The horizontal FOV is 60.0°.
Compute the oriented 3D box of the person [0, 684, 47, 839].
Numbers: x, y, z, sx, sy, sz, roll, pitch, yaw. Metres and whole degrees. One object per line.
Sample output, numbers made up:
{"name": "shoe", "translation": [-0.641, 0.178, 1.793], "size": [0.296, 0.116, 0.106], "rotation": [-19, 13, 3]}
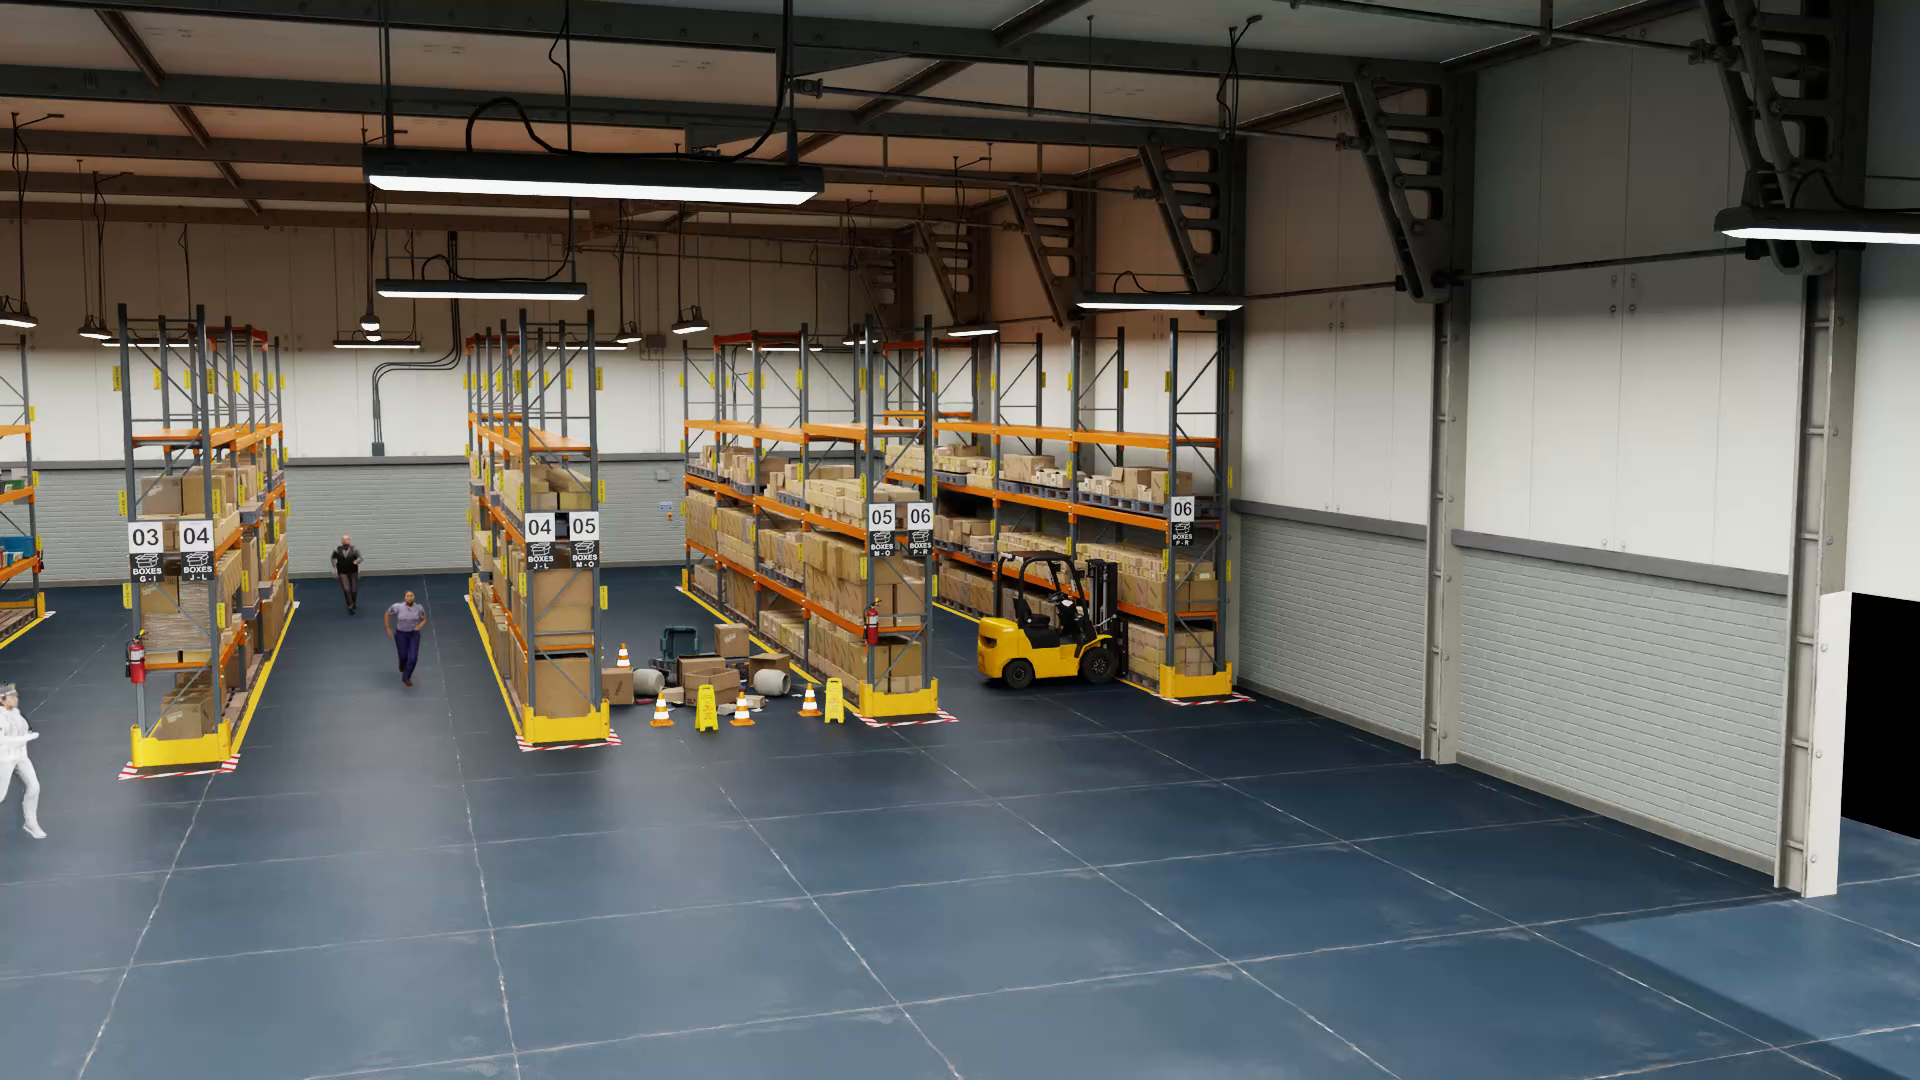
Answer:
{"name": "person", "translation": [-10.410, 2.440, 18.178], "size": [0.767, 1.754, 0.626], "rotation": [0, 5, 5]}

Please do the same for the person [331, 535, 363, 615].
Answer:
{"name": "person", "translation": [-13.282, 0.748, 36.058], "size": [0.656, 1.738, 0.864], "rotation": [-2, 6, -23]}

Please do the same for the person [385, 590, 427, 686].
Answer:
{"name": "person", "translation": [-9.138, 1.625, 27.492], "size": [0.645, 1.589, 0.624], "rotation": [-3, 6, -27]}
